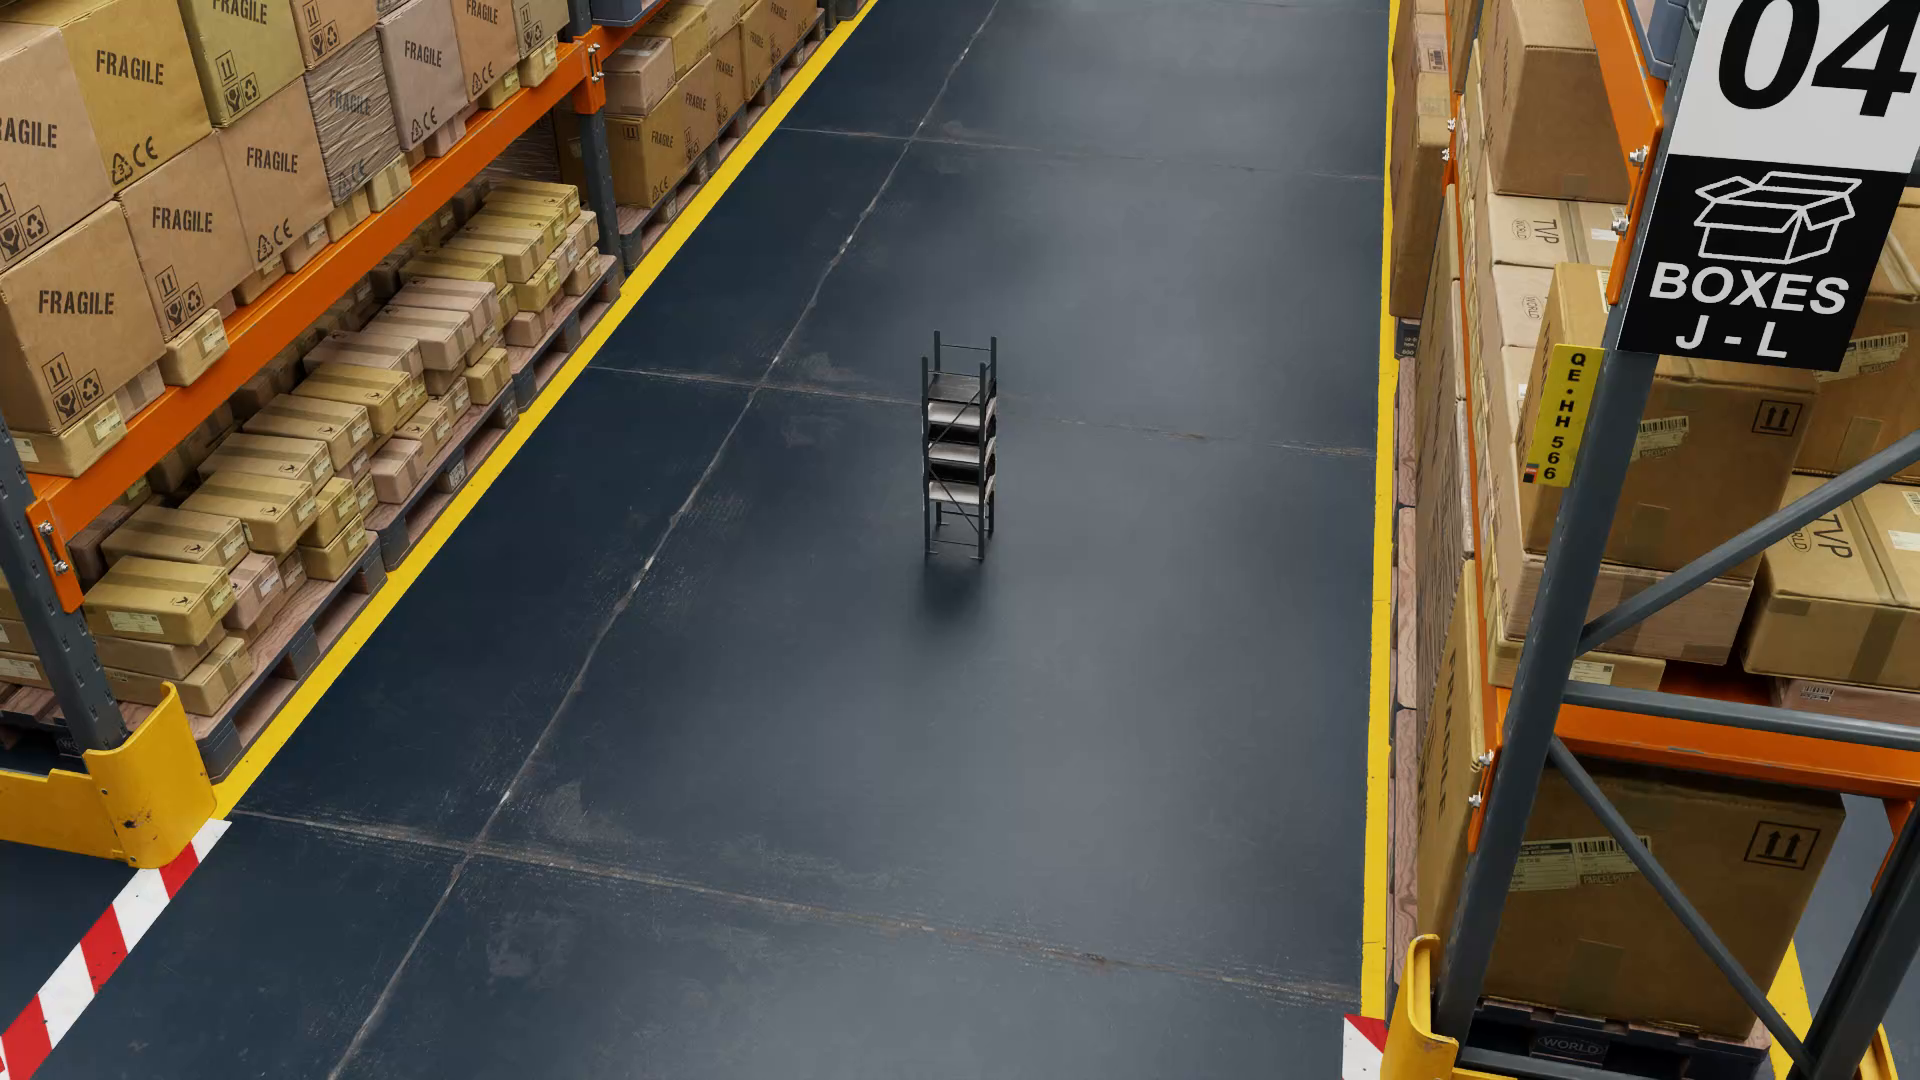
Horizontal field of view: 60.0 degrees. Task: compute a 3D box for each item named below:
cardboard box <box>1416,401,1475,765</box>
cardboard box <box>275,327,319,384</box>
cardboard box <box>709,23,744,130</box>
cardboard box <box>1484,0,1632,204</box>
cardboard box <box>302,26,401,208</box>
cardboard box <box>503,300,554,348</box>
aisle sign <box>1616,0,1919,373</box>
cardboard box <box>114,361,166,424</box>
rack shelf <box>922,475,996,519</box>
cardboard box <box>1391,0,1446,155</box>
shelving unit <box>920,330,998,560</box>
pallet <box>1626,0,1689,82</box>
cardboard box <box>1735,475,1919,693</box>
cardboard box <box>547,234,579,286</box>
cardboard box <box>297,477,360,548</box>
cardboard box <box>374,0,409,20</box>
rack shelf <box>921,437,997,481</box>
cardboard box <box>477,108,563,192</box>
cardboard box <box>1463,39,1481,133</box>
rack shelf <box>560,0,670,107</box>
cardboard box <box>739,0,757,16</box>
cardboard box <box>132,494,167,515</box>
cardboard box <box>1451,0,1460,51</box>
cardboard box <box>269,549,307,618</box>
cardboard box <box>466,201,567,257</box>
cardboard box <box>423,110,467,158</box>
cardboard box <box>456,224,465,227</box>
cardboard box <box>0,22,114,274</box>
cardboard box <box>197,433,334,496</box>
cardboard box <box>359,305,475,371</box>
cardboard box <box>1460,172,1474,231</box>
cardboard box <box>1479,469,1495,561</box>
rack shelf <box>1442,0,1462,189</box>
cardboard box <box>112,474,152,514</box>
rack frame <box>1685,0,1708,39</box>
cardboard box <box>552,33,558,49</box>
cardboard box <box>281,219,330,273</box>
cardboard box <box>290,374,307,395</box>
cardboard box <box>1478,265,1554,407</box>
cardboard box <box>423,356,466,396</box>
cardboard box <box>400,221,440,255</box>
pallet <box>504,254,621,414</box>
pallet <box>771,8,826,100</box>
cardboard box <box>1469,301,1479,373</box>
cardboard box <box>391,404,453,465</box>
[{"bbox_3d":[1.995,0.186,5.390,0.875,0.875,0.875,7,37,10],"label":"cardboard box"},{"bbox_3d":[-2.862,-0.770,6.821,0.380,0.149,0.250,7,37,10],"label":"cardboard box"},{"bbox_3d":[-1.601,-2.732,9.736,0.500,0.500,0.500,8,37,11],"label":"cardboard box"},{"bbox_3d":[2.025,-1.439,5.415,0.500,0.500,0.500,6,36,8],"label":"cardboard box"},{"bbox_3d":[-2.407,-1.551,5.995,0.500,0.500,0.500,6,36,9],"label":"cardboard box"},{"bbox_3d":[-2.109,-1.028,7.684,0.380,0.149,0.250,6,36,8],"label":"cardboard box"},{"bbox_3d":[1.433,-0.654,2.881,0.394,0.787,0.004,7,37,10],"label":"aisle sign"},{"bbox_3d":[-2.679,-0.479,5.069,0.380,0.149,0.250,9,37,12],"label":"cardboard box"},{"bbox_3d":[-0.002,-0.187,6.605,0.258,0.077,0.200,7,37,10],"label":"rack shelf"},{"bbox_3d":[3.085,-2.598,9.232,1.225,0.875,0.875,7,37,10],"label":"cardboard box"},{"bbox_3d":[-0.002,-0.360,6.479,0.258,0.900,0.210,7,37,10],"label":"shelving unit"},{"bbox_3d":[1.890,-1.211,3.384,1.003,0.211,1.213,7,37,10],"label":"pallet"},{"bbox_3d":[2.108,0.094,3.939,0.500,0.250,0.500,6,36,9],"label":"cardboard box"},{"bbox_3d":[-2.030,-1.337,7.857,0.380,0.149,0.250,6,36,8],"label":"cardboard box"},{"bbox_3d":[-2.479,-0.124,6.183,0.380,0.149,0.250,8,37,11],"label":"cardboard box"},{"bbox_3d":[-2.292,-2.252,6.110,0.500,0.500,0.500,8,37,11],"label":"cardboard box"},{"bbox_3d":[-0.002,-0.333,6.499,0.258,0.077,0.200,7,37,10],"label":"rack shelf"},{"bbox_3d":[-2.316,-2.192,8.990,0.500,0.500,0.500,7,36,9],"label":"cardboard box"},{"bbox_3d":[2.240,-1.722,6.444,0.500,0.250,0.500,7,36,9],"label":"cardboard box"},{"bbox_3d":[-1.800,-3.433,9.544,1.077,0.370,4.000,7,37,10],"label":"rack shelf"},{"bbox_3d":[-1.484,-3.328,9.918,0.500,0.250,0.500,8,37,11],"label":"cardboard box"},{"bbox_3d":[-3.139,-0.058,6.091,0.380,0.149,0.250,6,36,8],"label":"cardboard box"},{"bbox_3d":[2.542,-2.524,7.591,0.500,0.500,0.500,8,37,11],"label":"cardboard box"},{"bbox_3d":[-2.635,0.136,6.078,0.380,0.149,0.250,8,37,10],"label":"cardboard box"},{"bbox_3d":[-2.065,-1.447,7.754,0.380,0.149,0.250,8,37,11],"label":"cardboard box"},{"bbox_3d":[-2.232,-1.672,6.715,0.380,0.149,0.250,6,36,8],"label":"cardboard box"},{"bbox_3d":[-2.618,-1.547,8.146,0.380,0.149,0.250,9,37,12],"label":"cardboard box"},{"bbox_3d":[-2.727,-1.075,4.486,0.500,0.500,0.500,7,37,10],"label":"cardboard box"},{"bbox_3d":[-2.546,-0.253,6.108,0.380,0.149,0.250,6,36,8],"label":"cardboard box"},{"bbox_3d":[-2.256,-0.841,6.919,0.380,0.149,0.250,6,36,8],"label":"cardboard box"},{"bbox_3d":[2.042,-1.216,6.086,0.380,0.149,0.250,6,36,9],"label":"cardboard box"},{"bbox_3d":[1.605,-0.043,4.467,0.380,0.149,0.250,7,37,10],"label":"cardboard box"},{"bbox_3d":[3.023,-2.754,8.607,1.077,0.370,4.000,7,37,10],"label":"rack shelf"},{"bbox_3d":[-3.176,-0.178,6.004,0.380,0.149,0.250,7,36,9],"label":"cardboard box"},{"bbox_3d":[1.742,-2.034,1.889,1.000,3.000,0.127,7,37,10],"label":"rack frame"},{"bbox_3d":[-2.060,-2.283,7.558,0.380,0.149,0.250,7,37,9],"label":"cardboard box"},{"bbox_3d":[-2.485,-1.083,5.902,0.380,0.149,0.250,7,36,9],"label":"cardboard box"},{"bbox_3d":[-2.936,-0.662,6.925,0.380,0.149,0.250,8,37,10],"label":"cardboard box"},{"bbox_3d":[1.803,-0.559,4.839,0.500,0.250,0.500,6,36,8],"label":"cardboard box"},{"bbox_3d":[-2.332,-0.750,7.047,0.380,0.149,0.250,6,36,8],"label":"cardboard box"},{"bbox_3d":[-2.626,-1.362,7.637,0.380,0.149,0.250,7,36,9],"label":"cardboard box"},{"bbox_3d":[-2.337,-1.060,8.032,1.003,0.211,1.213,7,37,10],"label":"pallet"},{"bbox_3d":[-1.542,-3.294,11.116,1.003,0.211,1.213,7,37,10],"label":"pallet"},{"bbox_3d":[1.823,-0.625,5.271,0.380,0.149,0.250,8,37,11],"label":"cardboard box"},{"bbox_3d":[-2.340,-0.449,6.885,0.380,0.149,0.250,7,37,10],"label":"cardboard box"}]
